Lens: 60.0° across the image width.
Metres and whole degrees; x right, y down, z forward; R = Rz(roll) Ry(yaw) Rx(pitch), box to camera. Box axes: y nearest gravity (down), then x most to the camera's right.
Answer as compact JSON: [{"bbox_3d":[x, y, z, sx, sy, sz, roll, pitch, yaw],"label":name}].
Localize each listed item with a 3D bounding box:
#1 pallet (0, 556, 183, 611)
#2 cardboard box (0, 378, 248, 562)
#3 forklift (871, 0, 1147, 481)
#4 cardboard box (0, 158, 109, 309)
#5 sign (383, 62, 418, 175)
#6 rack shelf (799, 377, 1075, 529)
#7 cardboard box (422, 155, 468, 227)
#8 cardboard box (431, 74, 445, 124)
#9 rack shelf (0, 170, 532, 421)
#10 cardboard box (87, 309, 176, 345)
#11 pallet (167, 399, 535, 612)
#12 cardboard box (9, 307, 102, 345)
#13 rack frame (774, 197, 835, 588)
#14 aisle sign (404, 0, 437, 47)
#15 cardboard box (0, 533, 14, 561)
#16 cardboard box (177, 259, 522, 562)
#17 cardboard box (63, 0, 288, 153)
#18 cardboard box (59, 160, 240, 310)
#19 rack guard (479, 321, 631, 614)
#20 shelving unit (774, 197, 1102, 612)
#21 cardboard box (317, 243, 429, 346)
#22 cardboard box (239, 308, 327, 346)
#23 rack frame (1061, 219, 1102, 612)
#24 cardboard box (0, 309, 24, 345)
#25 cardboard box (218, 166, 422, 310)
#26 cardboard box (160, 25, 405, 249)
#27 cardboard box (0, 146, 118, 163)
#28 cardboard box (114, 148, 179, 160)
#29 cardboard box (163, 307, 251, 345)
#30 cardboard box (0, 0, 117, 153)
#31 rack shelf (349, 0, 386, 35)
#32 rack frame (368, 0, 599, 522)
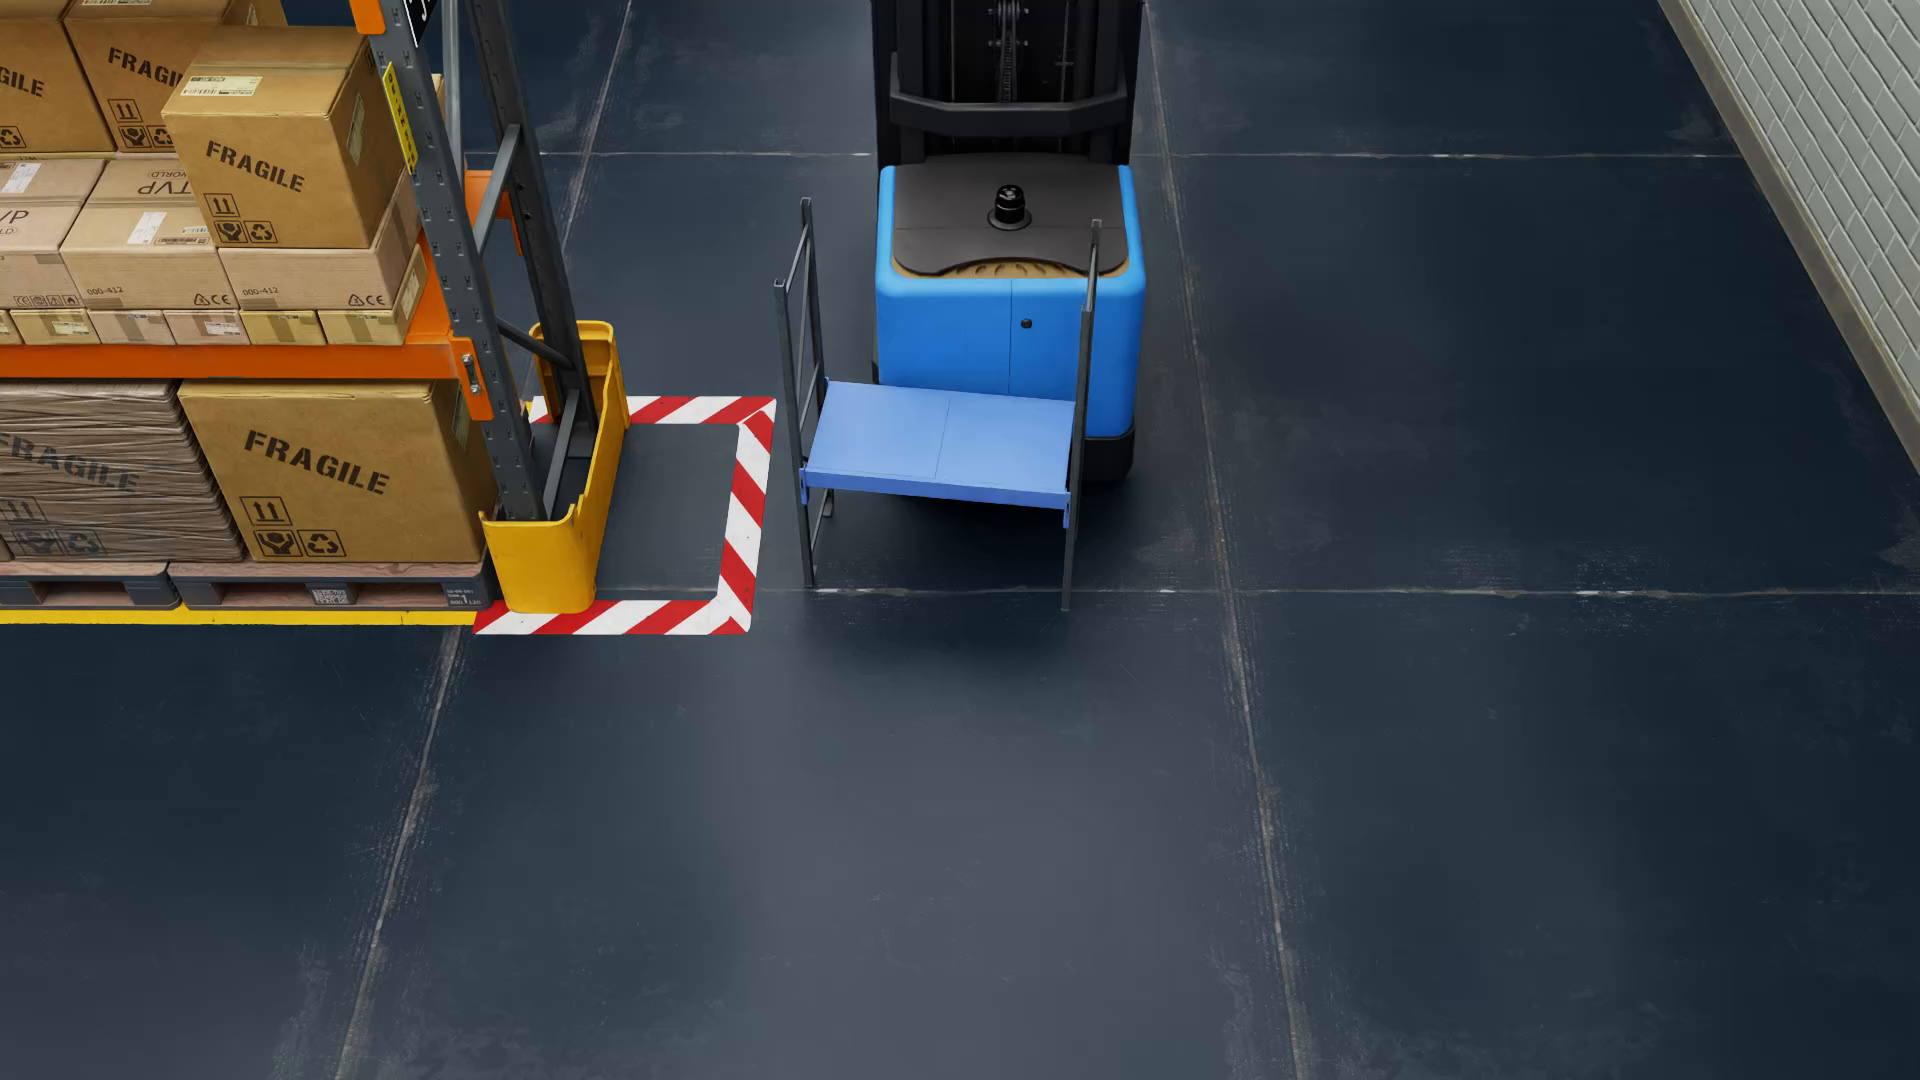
[{"bbox_3d":[-3.649,-0.164,6.759,1.213,0.211,1.003,0,47,0],"label":"pallet"},{"bbox_3d":[-3.182,-0.529,6.358,0.875,0.875,0.875,0,47,0],"label":"cardboard box"},{"bbox_3d":[0.185,-2.299,6.888,1.130,2.935,3.031,0,47,0],"label":"forklift"},{"bbox_3d":[-3.134,-1.024,5.553,0.500,0.250,0.500,-1,47,-1],"label":"cardboard box"},{"bbox_3d":[-1.648,-1.242,4.904,0.005,0.325,0.100,0,47,0],"label":"sign"},{"bbox_3d":[-0.063,-0.336,6.284,1.000,0.185,0.538,5,47,5],"label":"rack shelf"},{"bbox_3d":[-1.986,-1.321,6.102,0.250,0.149,0.380,1,47,1],"label":"cardboard box"},{"bbox_3d":[-2.111,-1.413,5.915,0.500,0.250,0.500,-1,47,-1],"label":"cardboard box"},{"bbox_3d":[-3.632,-0.924,6.053,4.000,0.370,1.077,0,47,0],"label":"rack shelf"},{"bbox_3d":[-2.751,-0.841,5.655,0.250,0.149,0.380,1,47,1],"label":"cardboard box"},{"bbox_3d":[-2.432,-0.159,6.754,1.213,0.211,1.003,0,47,0],"label":"pallet"},{"bbox_3d":[-3.011,-0.840,5.654,0.250,0.149,0.380,-1,47,-1],"label":"cardboard box"},{"bbox_3d":[-0.568,-0.505,6.196,0.032,1.500,0.500,5,47,5],"label":"rack frame"},{"bbox_3d":[-1.561,-1.830,4.628,0.004,0.787,0.394,0,47,0],"label":"aisle sign"},{"bbox_3d":[-4.072,-0.531,6.360,0.875,0.875,0.875,0,47,0],"label":"cardboard box"},{"bbox_3d":[-2.272,-0.526,6.355,0.875,0.875,0.875,0,47,0],"label":"cardboard box"},{"bbox_3d":[-2.611,-1.670,5.642,0.500,0.500,0.500,-1,47,-1],"label":"cardboard box"},{"bbox_3d":[-2.625,-1.023,5.552,0.500,0.250,0.500,-1,47,-1],"label":"cardboard box"},{"bbox_3d":[-1.608,-0.312,6.699,0.348,0.500,1.175,0,47,0],"label":"rack guard"},{"bbox_3d":[-0.063,-0.459,6.153,1.048,1.500,0.538,5,47,5],"label":"shelving unit"},{"bbox_3d":[-1.989,-0.838,5.653,0.250,0.149,0.380,1,47,1],"label":"cardboard box"},{"bbox_3d":[-2.249,-0.838,5.652,0.250,0.149,0.380,1,47,1],"label":"cardboard box"},{"bbox_3d":[0.441,-0.413,6.109,0.032,1.500,0.500,5,47,5],"label":"rack frame"},{"bbox_3d":[-3.270,-0.840,5.655,0.250,0.149,0.380,0,47,0],"label":"cardboard box"},{"bbox_3d":[-2.118,-1.021,5.551,0.500,0.250,0.500,-1,47,0],"label":"cardboard box"},{"bbox_3d":[-2.120,-1.279,5.278,0.500,0.500,0.500,1,47,1],"label":"cardboard box"},{"bbox_3d":[-3.133,-1.414,5.916,0.500,0.250,0.500,-1,47,-1],"label":"cardboard box"},{"bbox_3d":[-2.631,-1.410,5.912,0.500,0.250,0.500,0,47,0],"label":"cardboard box"},{"bbox_3d":[-2.502,-0.839,5.654,0.250,0.149,0.380,0,47,0],"label":"cardboard box"},{"bbox_3d":[-3.129,-1.667,5.639,0.500,0.500,0.500,-1,47,-1],"label":"cardboard box"},{"bbox_3d":[-3.632,-1.946,4.955,4.000,0.370,1.077,0,47,0],"label":"rack shelf"},{"bbox_3d":[-1.632,-1.164,5.784,0.127,3.000,1.000,0,47,0],"label":"rack frame"}]
